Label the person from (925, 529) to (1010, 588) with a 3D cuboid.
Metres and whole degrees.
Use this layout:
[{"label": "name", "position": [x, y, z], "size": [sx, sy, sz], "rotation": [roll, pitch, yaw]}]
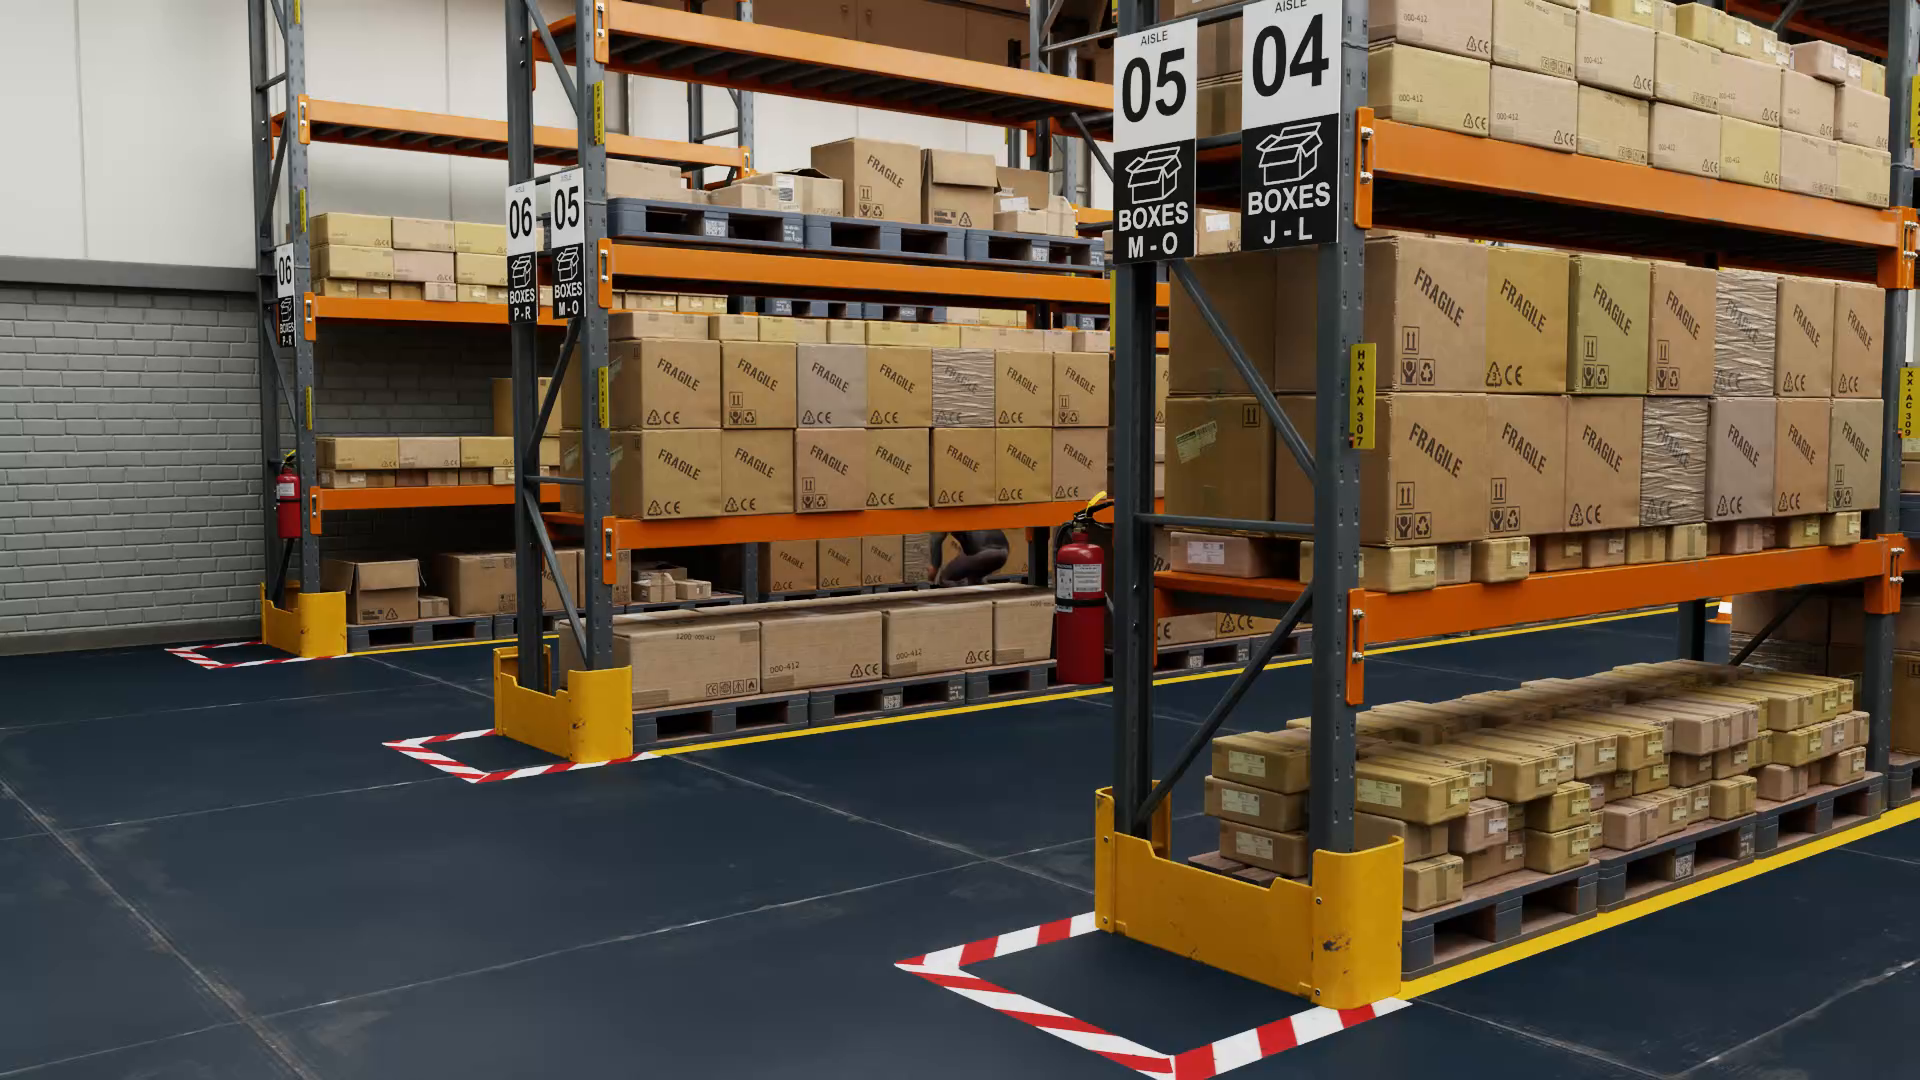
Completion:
[{"label": "person", "position": [0.056, 0.154, 15.200], "size": [0.578, 1.188, 0.805], "rotation": [-3, 5, -39]}]
